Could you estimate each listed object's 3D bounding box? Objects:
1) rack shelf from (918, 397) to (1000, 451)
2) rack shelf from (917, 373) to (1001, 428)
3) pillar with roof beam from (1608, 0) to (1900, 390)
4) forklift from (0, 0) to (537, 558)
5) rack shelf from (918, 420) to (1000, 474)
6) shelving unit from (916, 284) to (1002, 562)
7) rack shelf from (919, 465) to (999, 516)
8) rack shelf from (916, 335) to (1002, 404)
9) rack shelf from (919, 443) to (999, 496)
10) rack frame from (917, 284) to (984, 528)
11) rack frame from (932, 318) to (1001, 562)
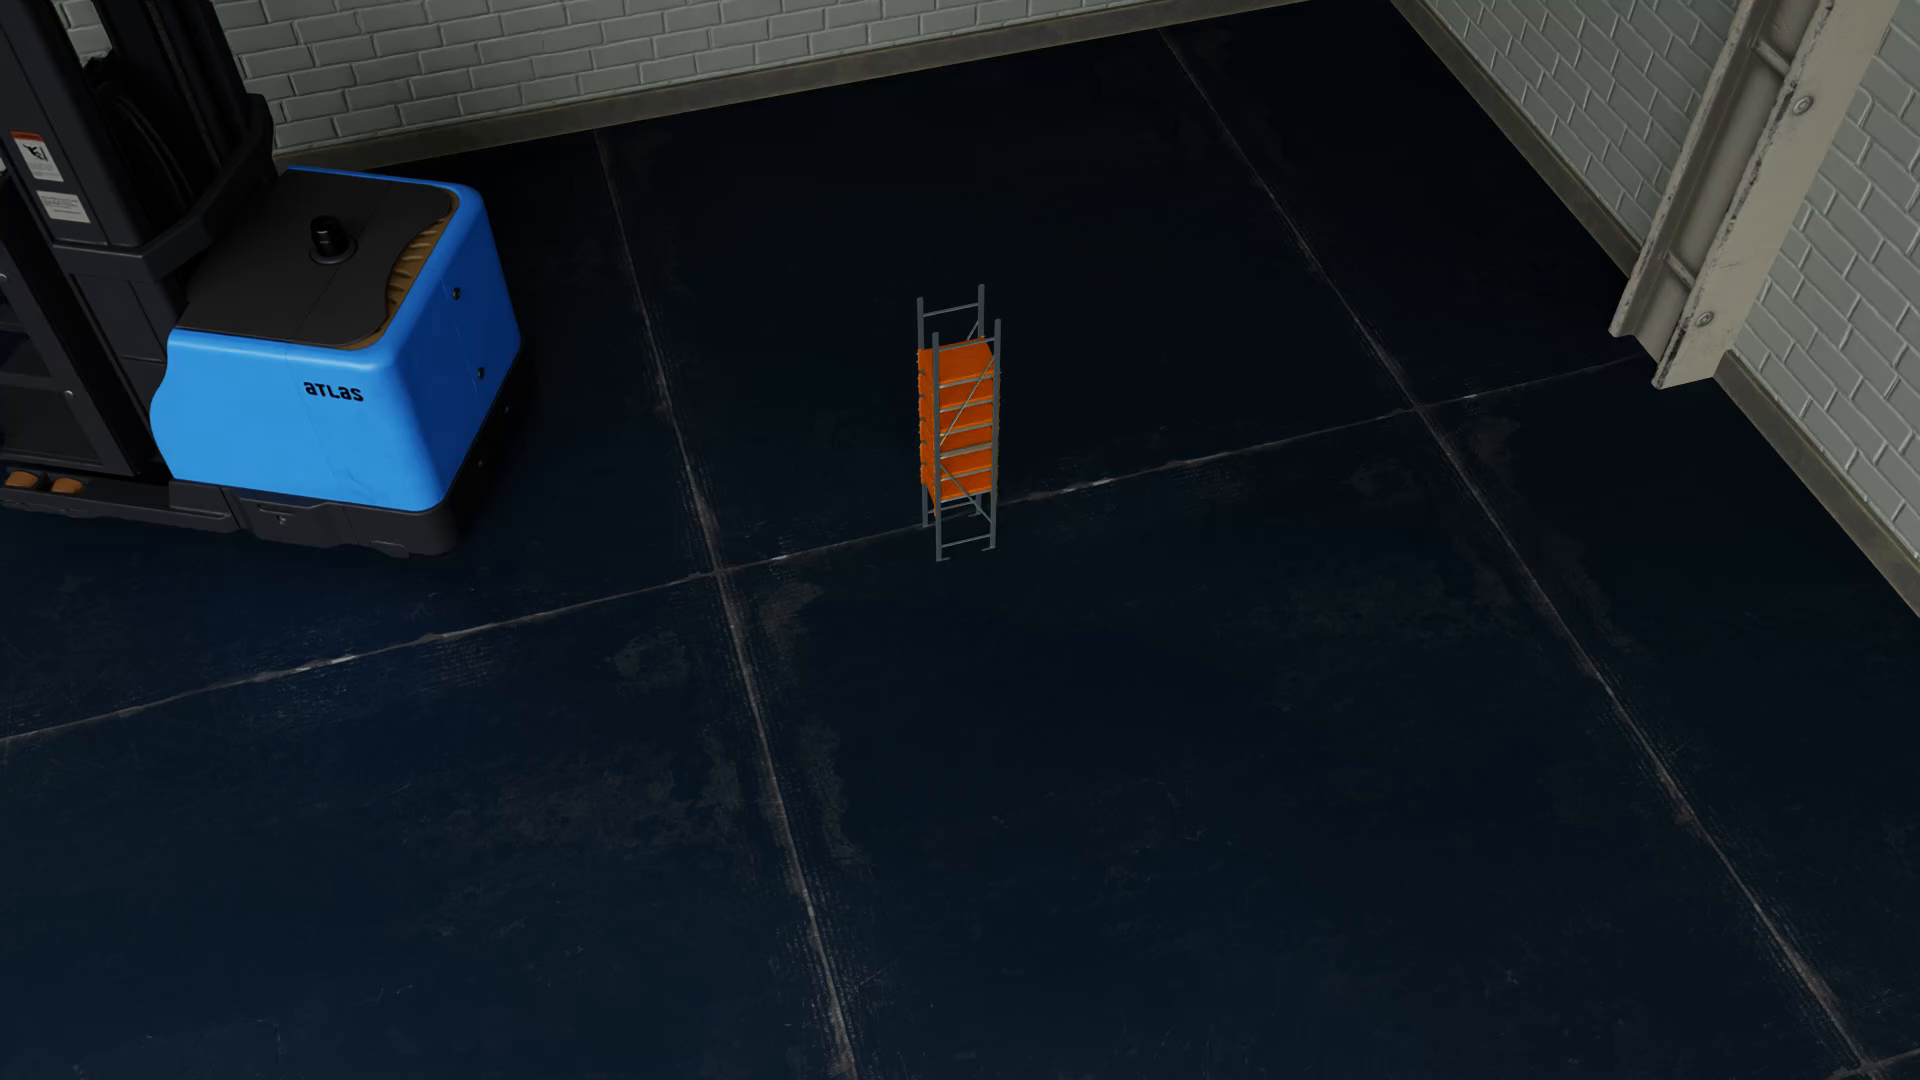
[{"bbox_3d":[-0.004,-0.446,6.032,0.258,0.103,0.180,-13,51,-11],"label":"rack shelf"},{"bbox_3d":[-0.004,-0.523,5.940,0.258,0.103,0.180,-13,51,-11],"label":"rack shelf"},{"bbox_3d":[-1.056,-2.746,2.969,9.100,9.000,0.400,-13,51,-11],"label":"pillar with roof beam"},{"bbox_3d":[-3.347,-1.424,5.823,3.031,2.935,1.130,8,50,6],"label":"forklift"},{"bbox_3d":[-0.004,-0.369,6.124,0.258,0.103,0.180,-13,51,-11],"label":"rack shelf"},{"bbox_3d":[-0.004,-0.397,6.090,0.258,1.200,0.189,-13,51,-11],"label":"shelving unit"},{"bbox_3d":[-0.004,-0.214,6.307,0.258,0.103,0.180,-13,51,-11],"label":"rack shelf"},{"bbox_3d":[-0.004,-0.601,5.849,0.258,0.103,0.180,-13,51,-11],"label":"rack shelf"},{"bbox_3d":[-0.004,-0.291,6.216,0.258,0.103,0.180,-13,51,-11],"label":"rack shelf"},{"bbox_3d":[-0.031,-0.464,6.146,0.240,1.200,0.006,-13,51,-11],"label":"rack frame"},{"bbox_3d":[0.023,-0.330,6.034,0.240,1.200,0.006,-13,51,-11],"label":"rack frame"}]
